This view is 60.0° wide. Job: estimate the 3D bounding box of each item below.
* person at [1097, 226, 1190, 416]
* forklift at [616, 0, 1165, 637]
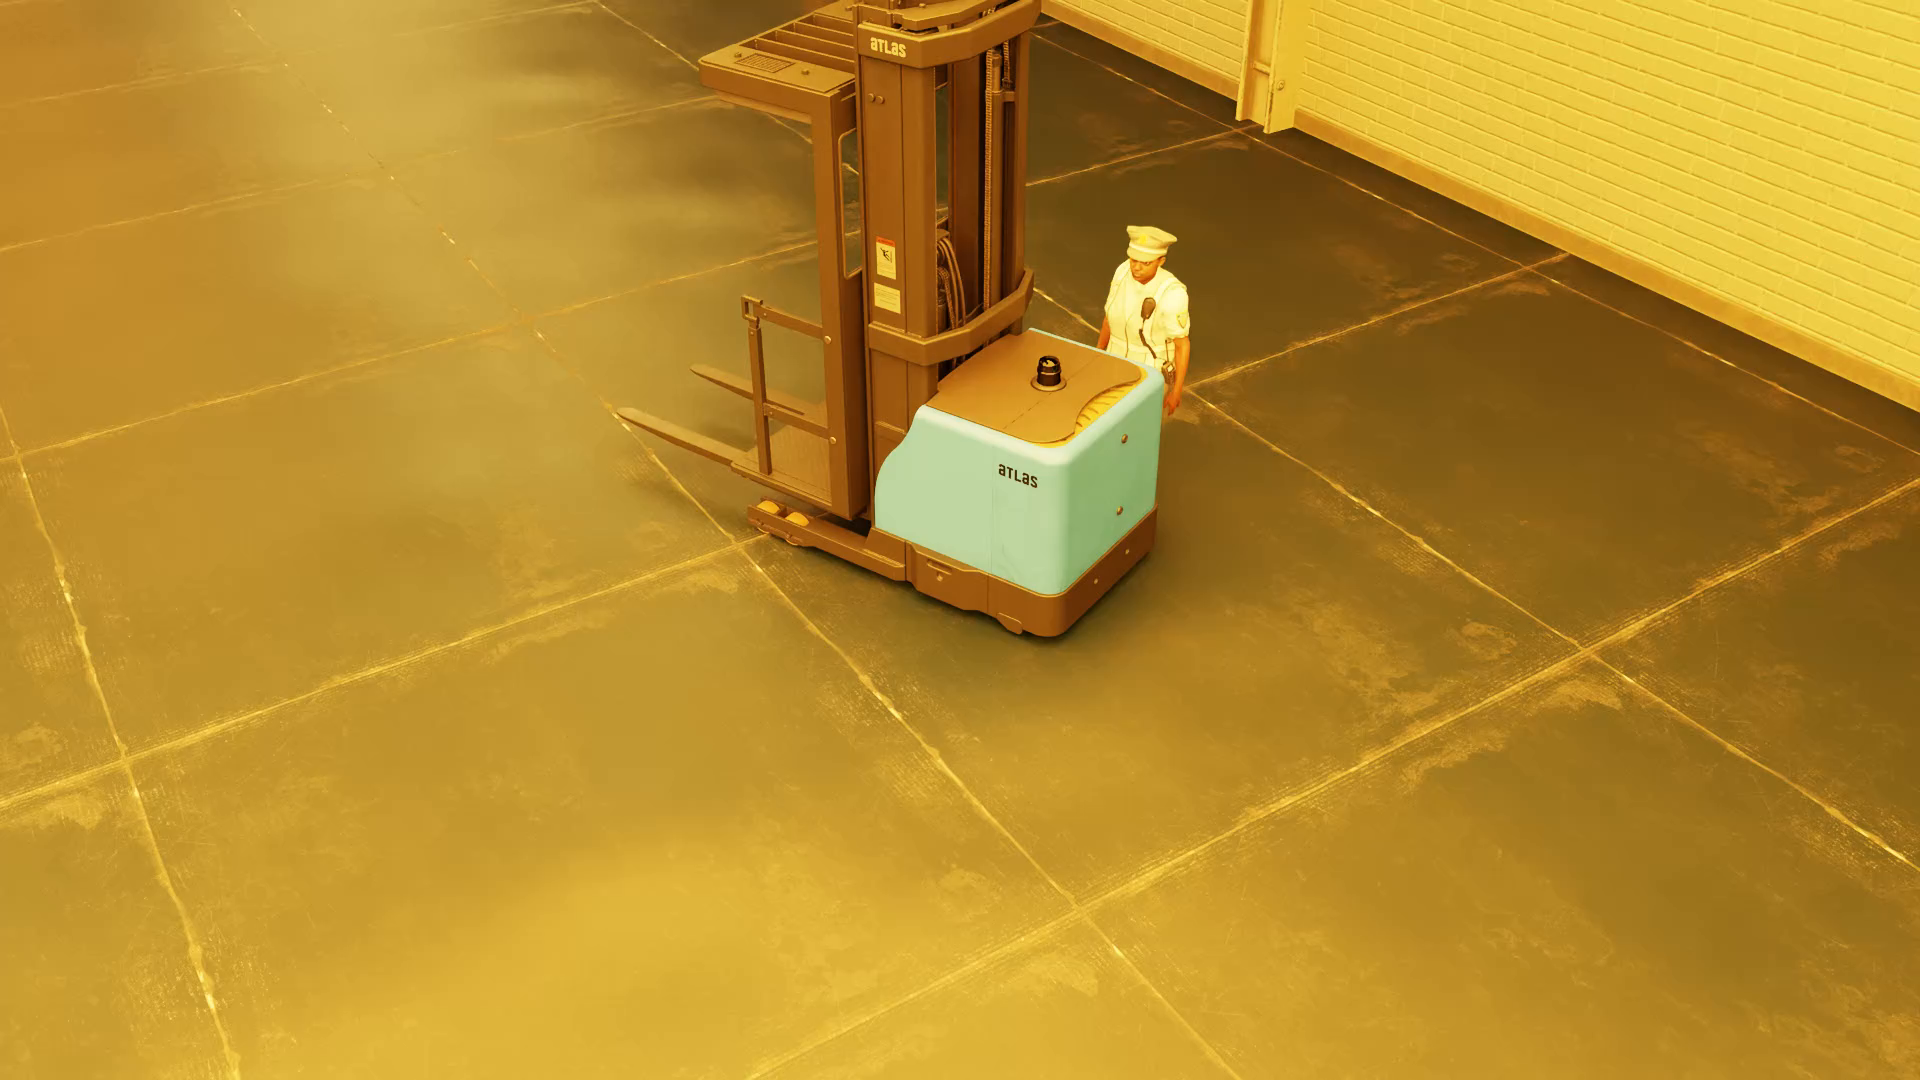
[{"bbox_3d":[0.811,-0.795,8.352,0.573,1.685,0.567,28,44,34],"label":"person"},{"bbox_3d":[-0.500,-1.399,8.138,3.031,2.935,1.130,22,41,28],"label":"forklift"}]
